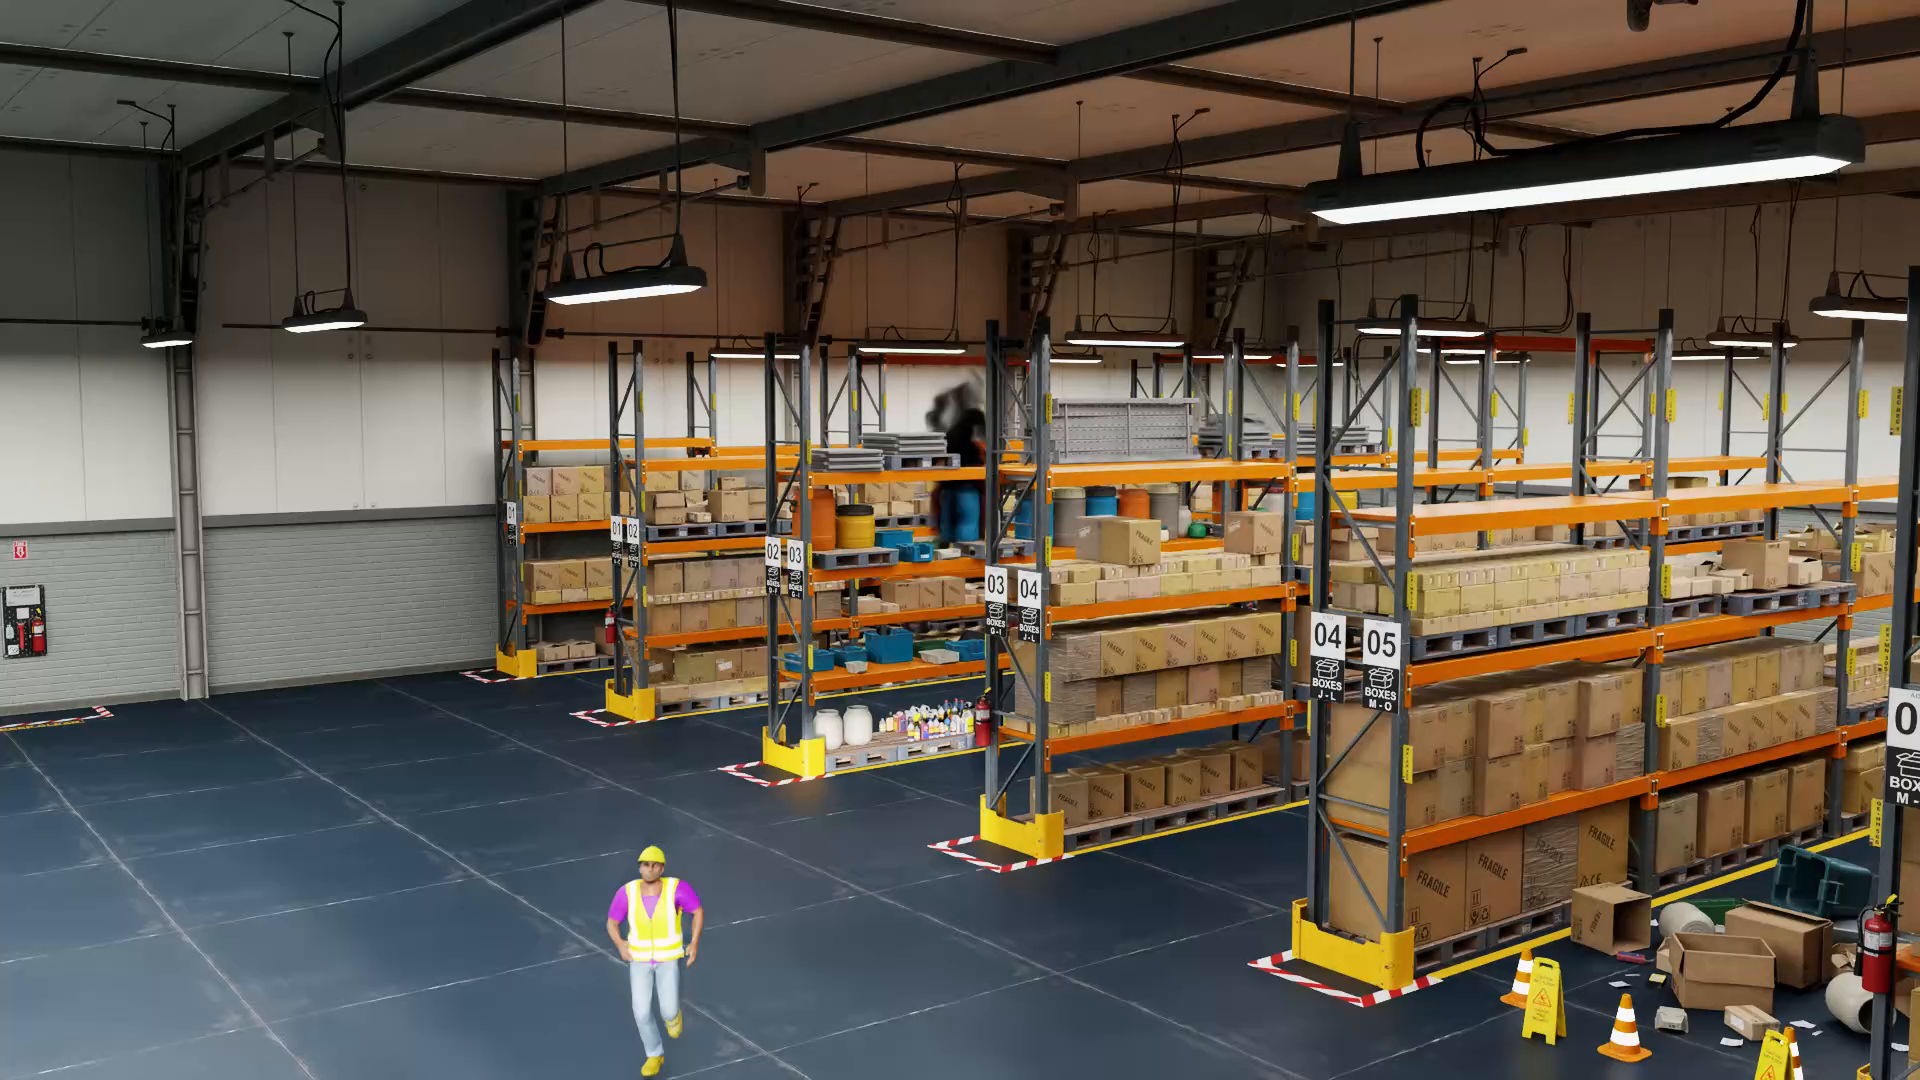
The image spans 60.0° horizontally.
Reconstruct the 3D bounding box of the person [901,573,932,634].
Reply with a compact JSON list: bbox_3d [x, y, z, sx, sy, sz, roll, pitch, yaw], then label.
[{"bbox_3d":[-0.789,1.413,33.243,0.814,1.781,0.633,-4,7,-40],"label":"person"}]

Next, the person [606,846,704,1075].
[{"bbox_3d":[-2.344,3.194,12.770,0.736,1.727,0.613,0,5,-5],"label":"person"}]
